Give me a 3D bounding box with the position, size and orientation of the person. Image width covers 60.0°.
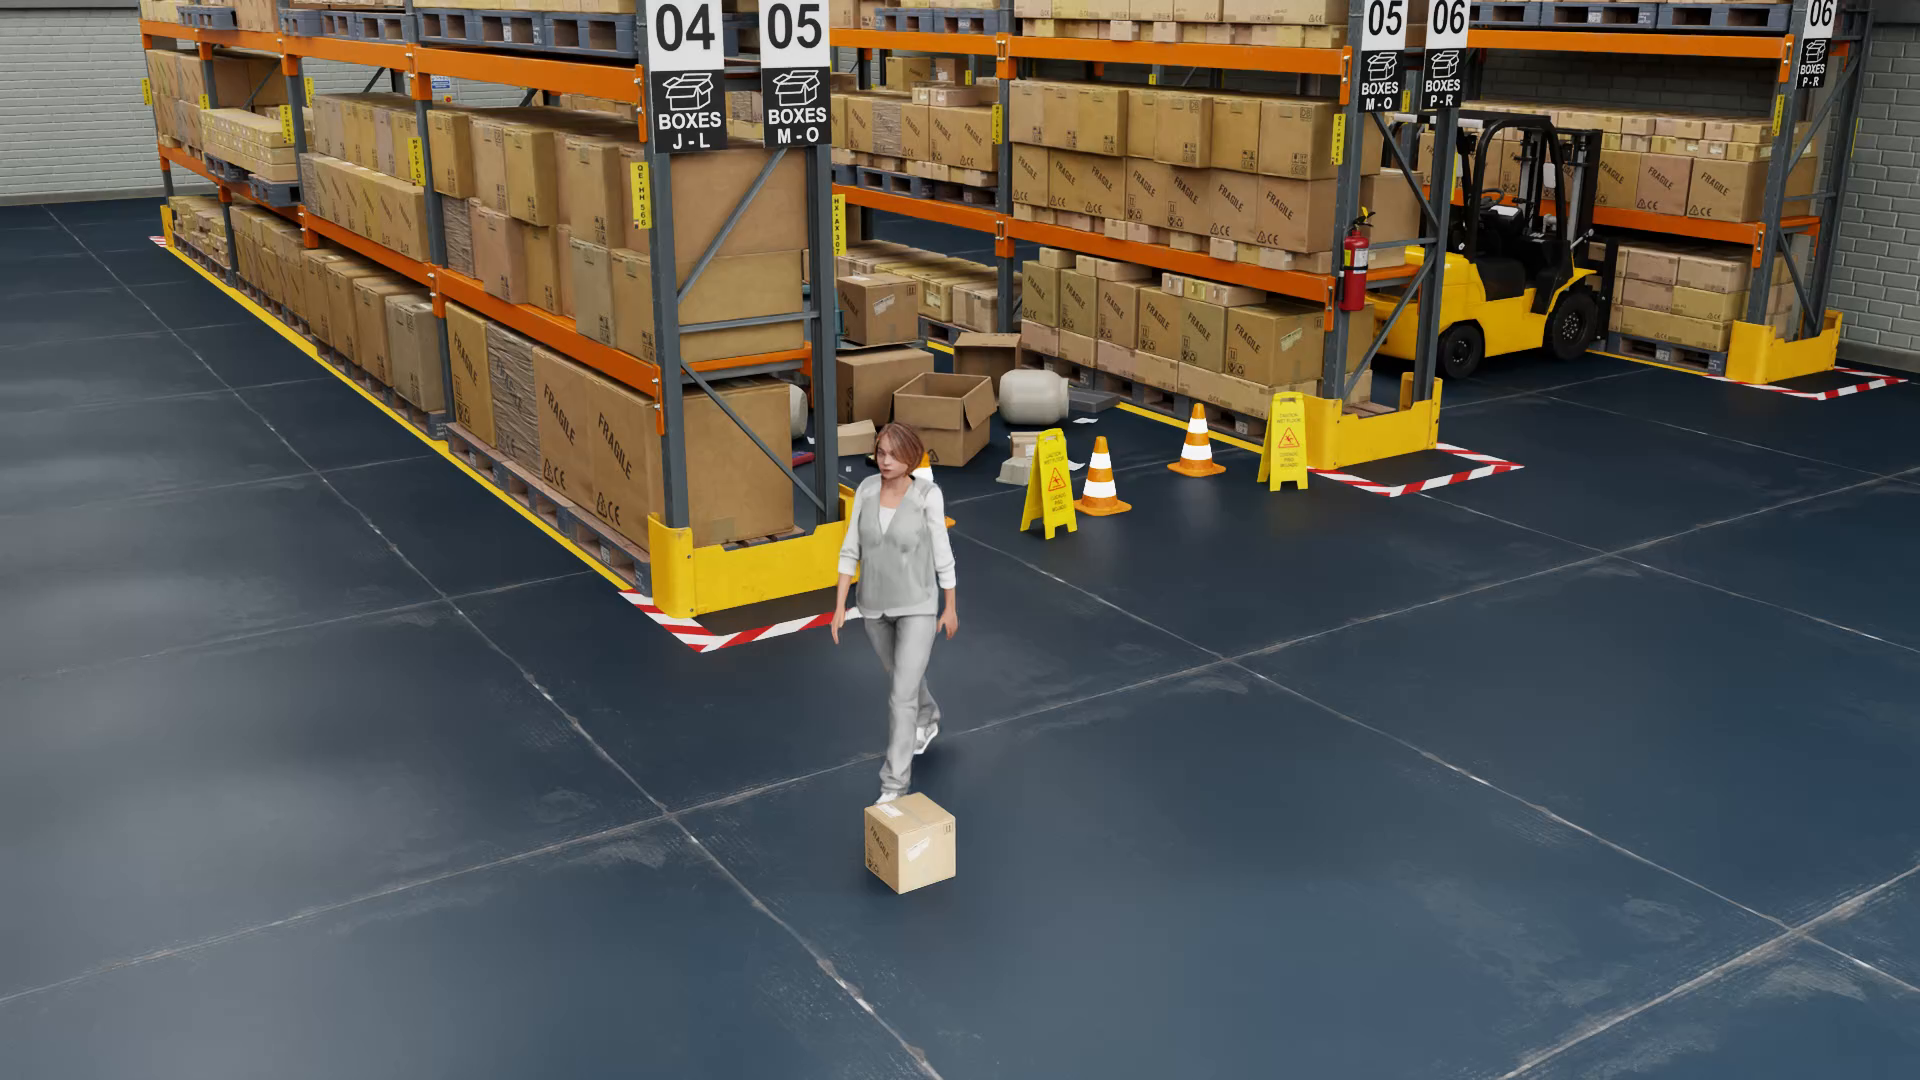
[{"bbox_3d":[-0.271,0.282,6.733,0.438,1.541,0.923,8,20,24],"label":"person"}]
